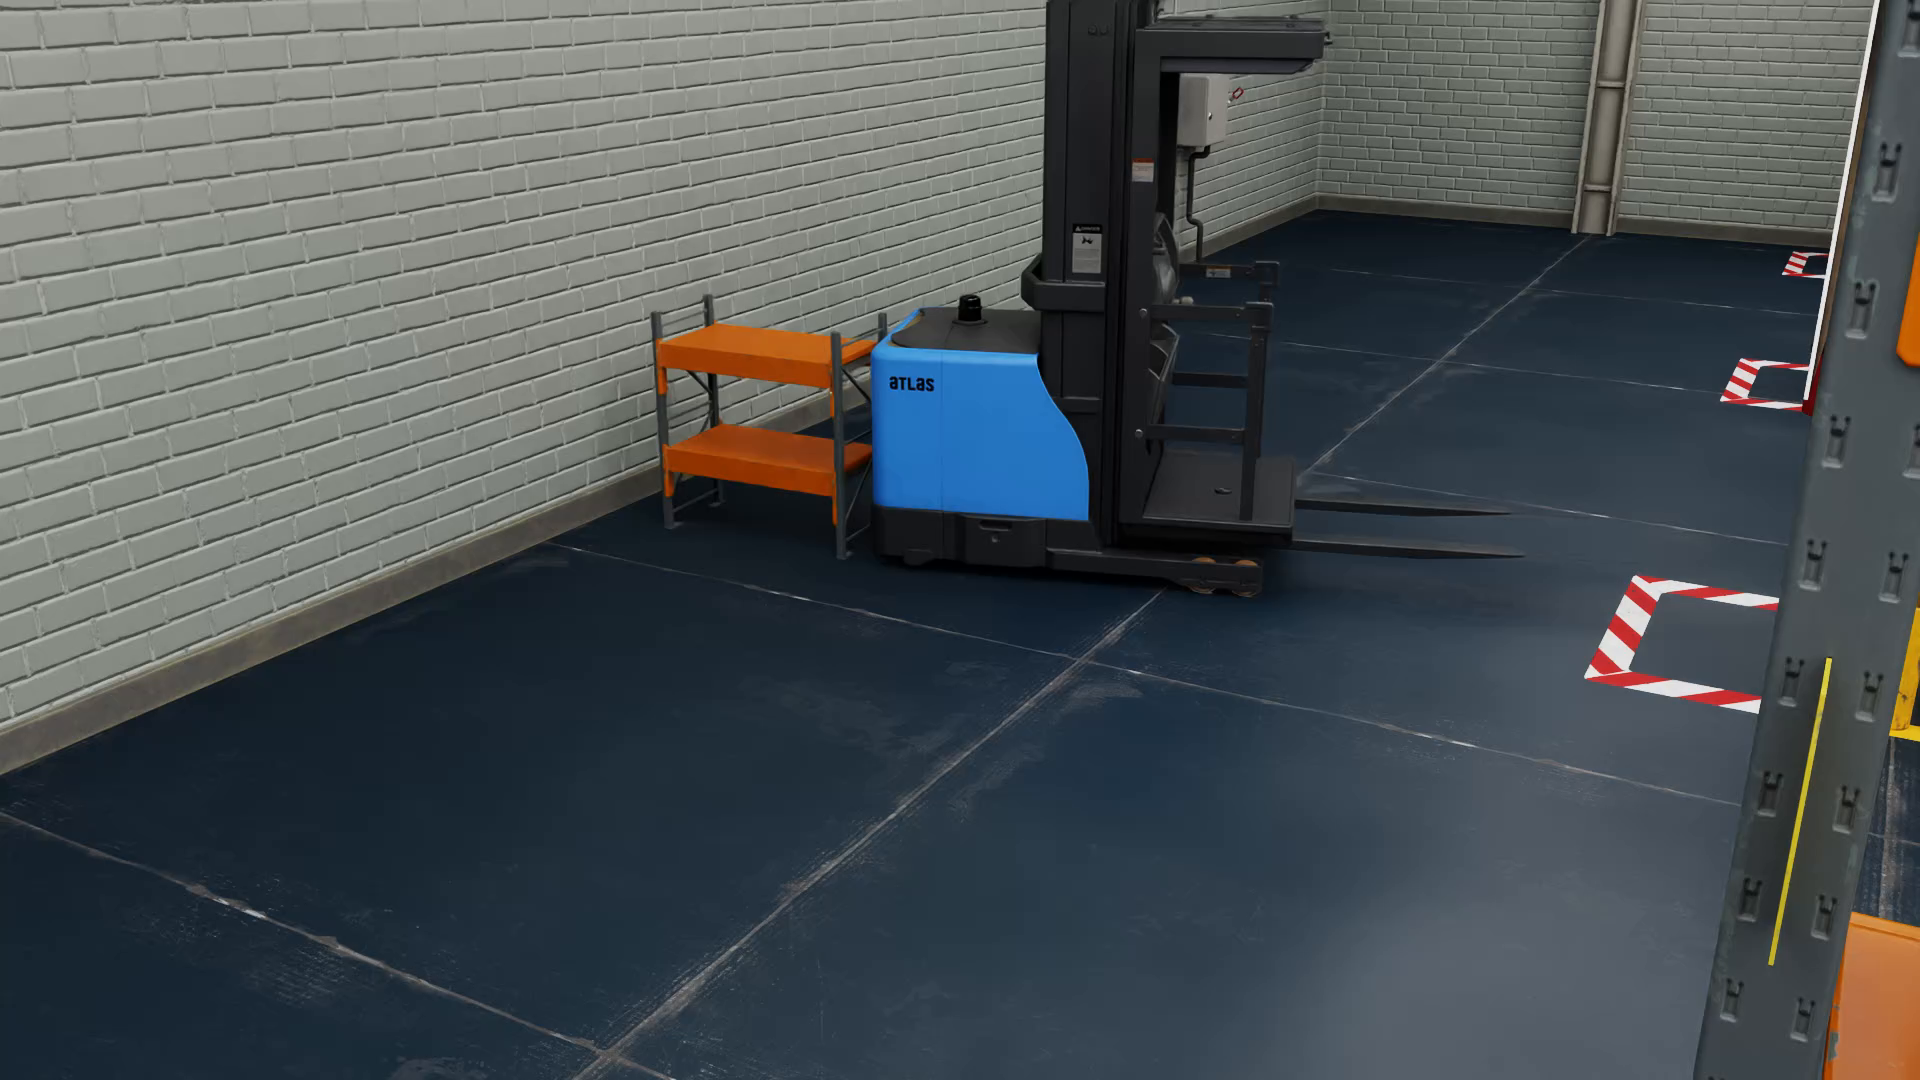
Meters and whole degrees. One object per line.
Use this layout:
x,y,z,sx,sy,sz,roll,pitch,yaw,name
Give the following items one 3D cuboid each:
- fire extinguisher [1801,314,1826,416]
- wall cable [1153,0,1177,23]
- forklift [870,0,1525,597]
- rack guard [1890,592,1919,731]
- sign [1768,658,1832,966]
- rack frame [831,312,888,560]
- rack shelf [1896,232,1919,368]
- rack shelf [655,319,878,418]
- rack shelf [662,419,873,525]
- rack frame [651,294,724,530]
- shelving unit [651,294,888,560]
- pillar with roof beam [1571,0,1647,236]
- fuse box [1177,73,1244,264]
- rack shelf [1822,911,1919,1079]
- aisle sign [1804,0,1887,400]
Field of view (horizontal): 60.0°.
3.685,-0.855,6.985,0.183,0.674,0.296,11,23,27,fire extinguisher
1.753,-4.211,14.084,0.122,1.984,0.588,11,23,27,wall cable
1.141,-1.314,7.690,3.031,2.935,1.130,4,20,11,forklift
3.746,0.300,6.805,0.348,0.500,1.175,11,23,27,rack guard
0.897,0.292,1.775,0.005,0.325,0.100,11,23,27,sign
-0.478,-0.509,8.118,0.032,1.125,0.500,9,22,24,rack frame
2.918,-0.167,1.084,4.000,0.370,1.077,11,23,27,rack shelf
-0.935,-0.860,8.227,1.000,0.278,0.538,9,22,24,rack shelf
-0.935,-0.355,8.410,1.000,0.278,0.538,9,22,24,rack shelf
-1.392,-0.660,8.535,0.032,1.125,0.500,9,22,24,rack frame
-0.935,-0.585,8.327,1.048,1.125,0.538,9,22,24,shelving unit
4.409,-6.112,12.018,0.400,9.000,9.100,11,23,27,pillar with roof beam
2.223,-3.304,14.965,0.414,1.711,0.539,11,23,27,fuse box
2.918,1.243,1.595,4.000,0.370,1.077,11,23,27,rack shelf
0.963,-0.573,1.733,0.004,0.787,0.394,11,23,27,aisle sign
